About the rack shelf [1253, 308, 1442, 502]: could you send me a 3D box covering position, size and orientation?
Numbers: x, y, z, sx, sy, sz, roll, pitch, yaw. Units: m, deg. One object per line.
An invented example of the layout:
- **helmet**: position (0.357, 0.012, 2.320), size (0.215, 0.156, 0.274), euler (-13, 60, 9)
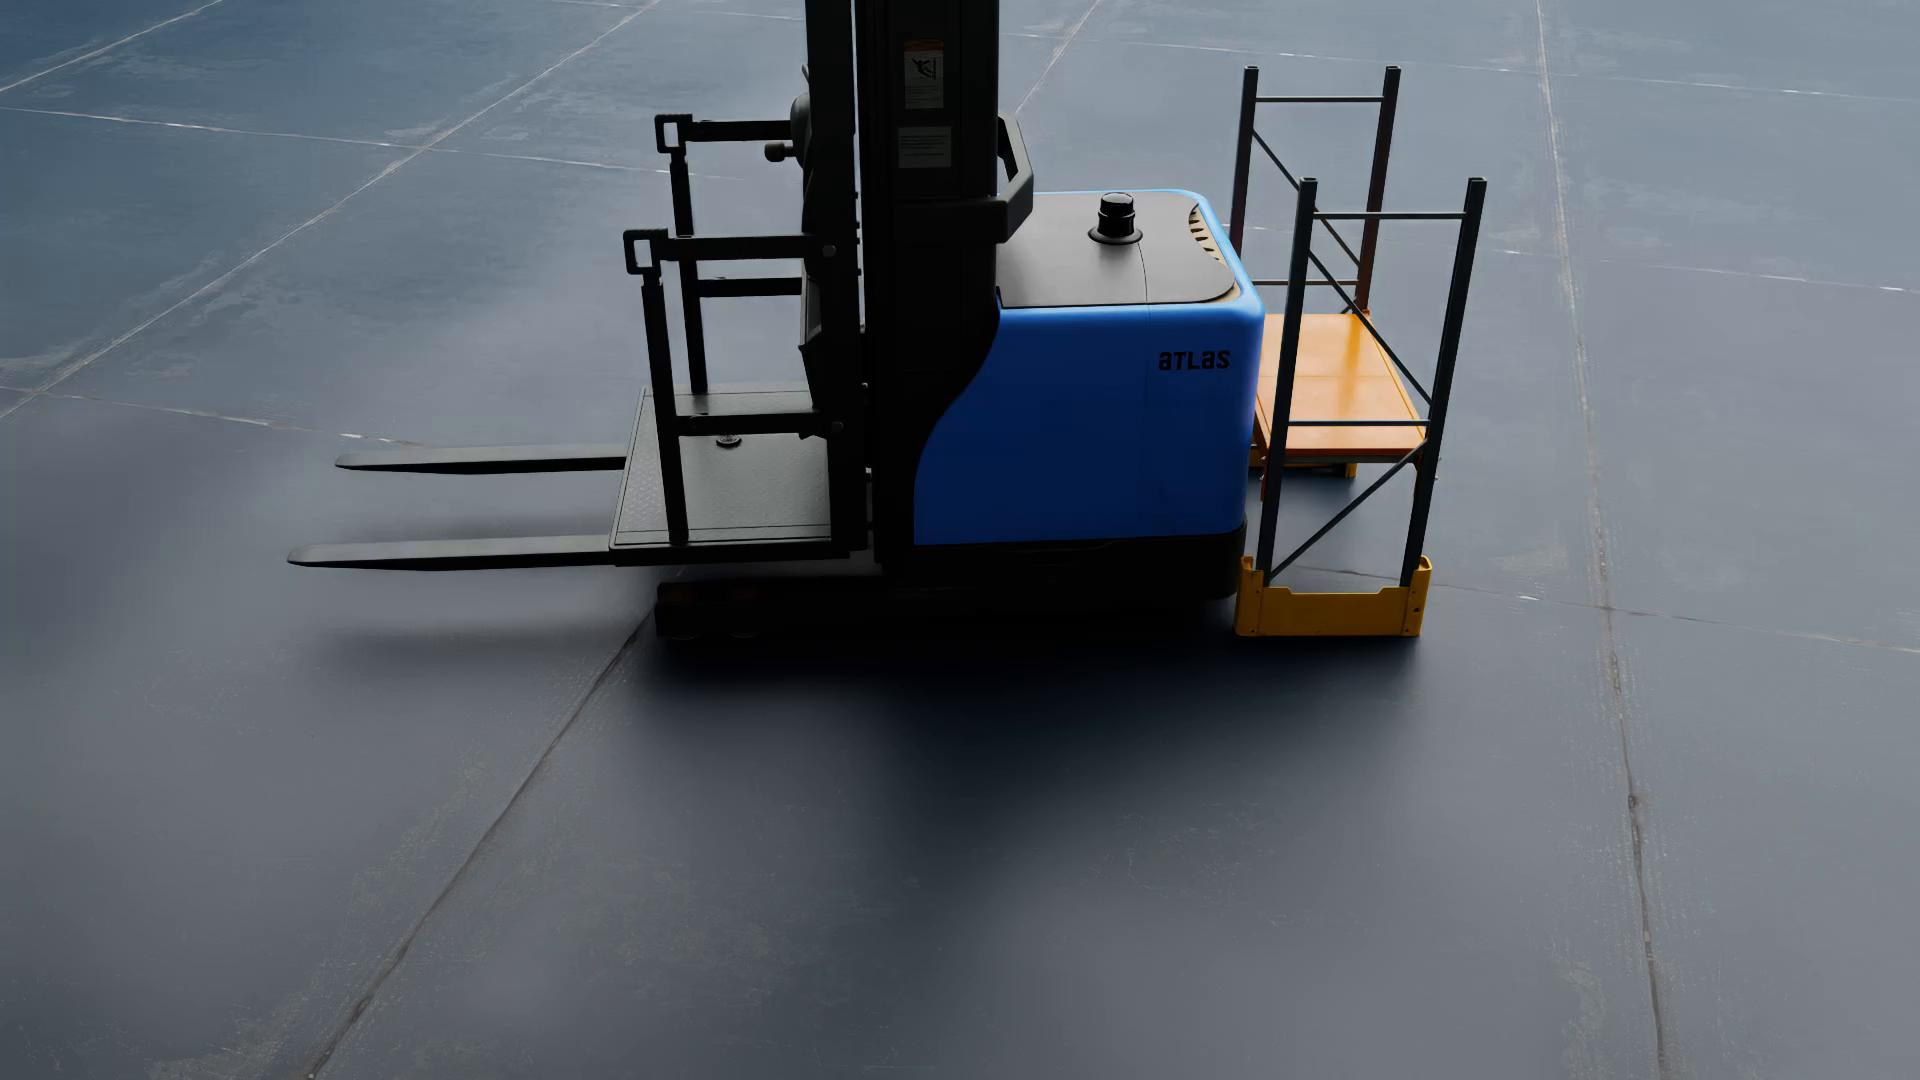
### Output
- **rack shelf**: position (1.168, -0.462, 5.413), size (0.538, 0.185, 1.000), euler (0, 32, 0)

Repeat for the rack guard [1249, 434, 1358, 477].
- **rack guard**: position (1.166, -0.358, 6.080), size (0.587, 0.250, 0.087), euler (0, 32, 0)

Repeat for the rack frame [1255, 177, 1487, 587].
- **rack frame**: position (1.170, -0.341, 4.888), size (0.500, 1.500, 0.032), euler (0, 32, 0)

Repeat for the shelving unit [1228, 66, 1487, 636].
- **shelving unit**: position (1.168, -0.618, 5.325), size (0.587, 1.500, 1.083), euler (0, 32, 0)

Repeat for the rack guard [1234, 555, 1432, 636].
- **rack guard**: position (1.170, 0.176, 5.240), size (0.587, 0.250, 0.087), euler (0, 32, 0)

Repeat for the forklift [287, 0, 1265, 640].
- **forklift**: position (-0.629, -1.214, 4.928), size (3.031, 2.935, 1.130), euler (-2, 33, -3)

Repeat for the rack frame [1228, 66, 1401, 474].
- **rack frame**: position (1.166, -0.886, 5.746), size (0.500, 1.500, 0.032), euler (0, 32, 0)
